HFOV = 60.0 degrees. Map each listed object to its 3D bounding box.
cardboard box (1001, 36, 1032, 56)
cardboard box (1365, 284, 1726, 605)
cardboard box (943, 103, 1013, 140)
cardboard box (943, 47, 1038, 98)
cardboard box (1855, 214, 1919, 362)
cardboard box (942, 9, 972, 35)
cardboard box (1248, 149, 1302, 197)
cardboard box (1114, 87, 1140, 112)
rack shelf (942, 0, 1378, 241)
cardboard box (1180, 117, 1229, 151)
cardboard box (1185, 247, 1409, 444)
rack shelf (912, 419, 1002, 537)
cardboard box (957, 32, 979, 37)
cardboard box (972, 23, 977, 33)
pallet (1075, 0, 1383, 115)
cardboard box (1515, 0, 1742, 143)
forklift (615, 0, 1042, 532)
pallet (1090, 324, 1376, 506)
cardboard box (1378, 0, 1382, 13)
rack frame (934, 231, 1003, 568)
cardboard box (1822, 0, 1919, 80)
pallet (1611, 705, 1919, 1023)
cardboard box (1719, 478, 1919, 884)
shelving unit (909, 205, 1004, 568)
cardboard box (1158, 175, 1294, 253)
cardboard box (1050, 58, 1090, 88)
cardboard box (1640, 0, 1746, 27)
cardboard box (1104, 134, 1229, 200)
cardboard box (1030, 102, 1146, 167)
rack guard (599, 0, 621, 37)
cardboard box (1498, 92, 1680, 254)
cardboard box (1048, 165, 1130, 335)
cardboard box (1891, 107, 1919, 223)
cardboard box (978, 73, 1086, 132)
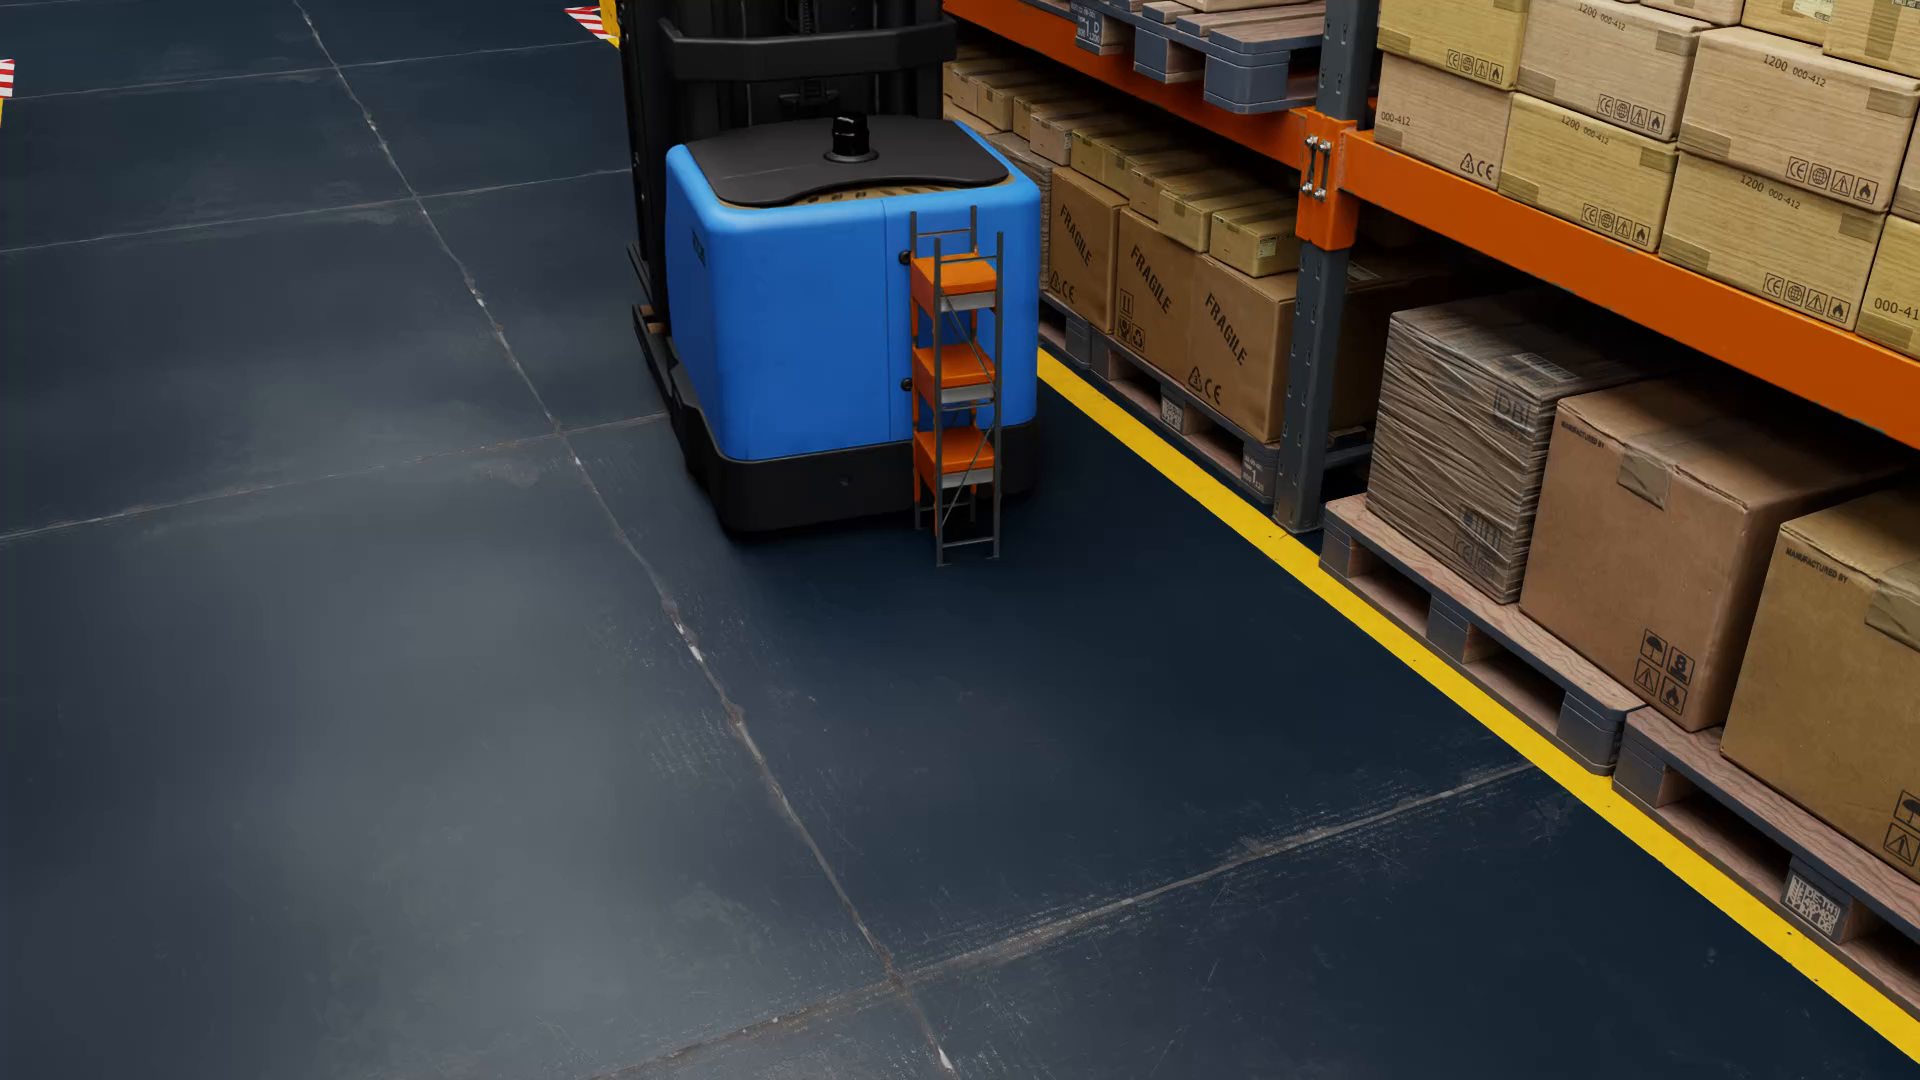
[{"bbox_3d":[0.412,-2.268,7.691,0.380,0.149,0.250,-13,32,-21],"label":"cardboard box"},{"bbox_3d":[1.737,-0.317,4.747,0.875,0.625,0.625,-12,31,-20],"label":"cardboard box"},{"bbox_3d":[0.216,-1.593,7.150,0.500,0.500,0.500,-14,32,-23],"label":"cardboard box"},{"bbox_3d":[0.117,-2.041,7.287,0.380,0.149,0.250,-14,32,-23],"label":"cardboard box"},{"bbox_3d":[2.111,-0.457,3.151,0.500,0.250,0.500,-12,31,-20],"label":"cardboard box"},{"bbox_3d":[-0.167,-2.402,7.625,0.380,0.149,0.250,-15,32,-24],"label":"cardboard box"},{"bbox_3d":[1.270,-1.336,6.029,0.380,0.149,0.250,-13,32,-21],"label":"cardboard box"},{"bbox_3d":[0.858,-1.808,6.871,0.380,0.149,0.250,-14,32,-24],"label":"cardboard box"},{"bbox_3d":[0.623,-2.018,6.517,1.077,0.370,4.000,-13,32,-22],"label":"rack shelf"},{"bbox_3d":[1.081,-1.581,6.465,0.380,0.149,0.250,-14,32,-23],"label":"cardboard box"},{"bbox_3d":[1.106,-0.683,5.527,0.500,0.500,0.500,-12,31,-21],"label":"cardboard box"},{"bbox_3d":[-0.011,-0.194,5.112,0.215,0.259,0.240,-9,30,-15],"label":"rack shelf"},{"bbox_3d":[-0.133,-2.271,7.695,0.380,0.149,0.250,-14,32,-23],"label":"cardboard box"},{"bbox_3d":[0.183,-2.489,8.085,0.380,0.149,0.250,-14,32,-24],"label":"cardboard box"},{"bbox_3d":[1.127,-1.649,5.320,1.213,0.211,1.003,-13,32,-22],"label":"pallet"},{"bbox_3d":[1.665,-1.132,3.844,0.500,0.250,0.500,-12,31,-20],"label":"cardboard box"},{"bbox_3d":[-0.669,-2.010,5.837,1.130,2.935,3.031,-9,30,-15],"label":"forklift"},{"bbox_3d":[1.195,-0.570,6.050,1.003,0.211,1.213,-13,32,-22],"label":"pallet"},{"bbox_3d":[1.402,-1.935,5.103,0.500,0.500,0.500,-12,31,-20],"label":"cardboard box"},{"bbox_3d":[0.025,-0.388,4.869,0.200,1.050,0.008,-9,30,-15],"label":"rack frame"},{"bbox_3d":[1.916,-1.004,3.208,0.380,0.149,0.250,-12,32,-21],"label":"cardboard box"},{"bbox_3d":[2.319,0.678,3.825,1.003,0.211,1.213,-13,32,-22],"label":"pallet"},{"bbox_3d":[2.314,0.267,3.705,0.875,0.625,0.625,-14,32,-24],"label":"cardboard box"},{"bbox_3d":[-0.011,-0.445,4.971,0.215,1.050,0.252,-9,30,-15],"label":"shelving unit"},{"bbox_3d":[0.895,-1.103,5.613,0.380,0.149,0.250,-15,33,-25],"label":"cardboard box"},{"bbox_3d":[0.616,-2.028,7.262,0.380,0.149,0.250,-12,32,-21],"label":"cardboard box"},{"bbox_3d":[1.725,-1.234,3.617,0.380,0.149,0.250,-13,32,-21],"label":"cardboard box"},{"bbox_3d":[0.750,-1.355,6.062,0.380,0.149,0.250,-12,31,-21],"label":"cardboard box"},{"bbox_3d":[0.497,-1.581,6.465,0.380,0.149,0.250,-15,32,-24],"label":"cardboard box"},{"bbox_3d":[-1.920,-3.858,11.619,1.175,0.500,0.348,-13,32,-22],"label":"rack guard"},{"bbox_3d":[1.663,-0.912,3.963,0.500,0.250,0.500,-14,32,-23],"label":"cardboard box"},{"bbox_3d":[0.673,-1.137,6.337,0.500,0.500,0.500,-12,31,-20],"label":"cardboard box"},{"bbox_3d":[2.116,-0.677,3.032,0.500,0.250,0.500,-13,32,-21],"label":"cardboard box"},{"bbox_3d":[0.295,-1.813,6.879,0.380,0.149,0.250,-12,31,-20],"label":"cardboard box"}]
